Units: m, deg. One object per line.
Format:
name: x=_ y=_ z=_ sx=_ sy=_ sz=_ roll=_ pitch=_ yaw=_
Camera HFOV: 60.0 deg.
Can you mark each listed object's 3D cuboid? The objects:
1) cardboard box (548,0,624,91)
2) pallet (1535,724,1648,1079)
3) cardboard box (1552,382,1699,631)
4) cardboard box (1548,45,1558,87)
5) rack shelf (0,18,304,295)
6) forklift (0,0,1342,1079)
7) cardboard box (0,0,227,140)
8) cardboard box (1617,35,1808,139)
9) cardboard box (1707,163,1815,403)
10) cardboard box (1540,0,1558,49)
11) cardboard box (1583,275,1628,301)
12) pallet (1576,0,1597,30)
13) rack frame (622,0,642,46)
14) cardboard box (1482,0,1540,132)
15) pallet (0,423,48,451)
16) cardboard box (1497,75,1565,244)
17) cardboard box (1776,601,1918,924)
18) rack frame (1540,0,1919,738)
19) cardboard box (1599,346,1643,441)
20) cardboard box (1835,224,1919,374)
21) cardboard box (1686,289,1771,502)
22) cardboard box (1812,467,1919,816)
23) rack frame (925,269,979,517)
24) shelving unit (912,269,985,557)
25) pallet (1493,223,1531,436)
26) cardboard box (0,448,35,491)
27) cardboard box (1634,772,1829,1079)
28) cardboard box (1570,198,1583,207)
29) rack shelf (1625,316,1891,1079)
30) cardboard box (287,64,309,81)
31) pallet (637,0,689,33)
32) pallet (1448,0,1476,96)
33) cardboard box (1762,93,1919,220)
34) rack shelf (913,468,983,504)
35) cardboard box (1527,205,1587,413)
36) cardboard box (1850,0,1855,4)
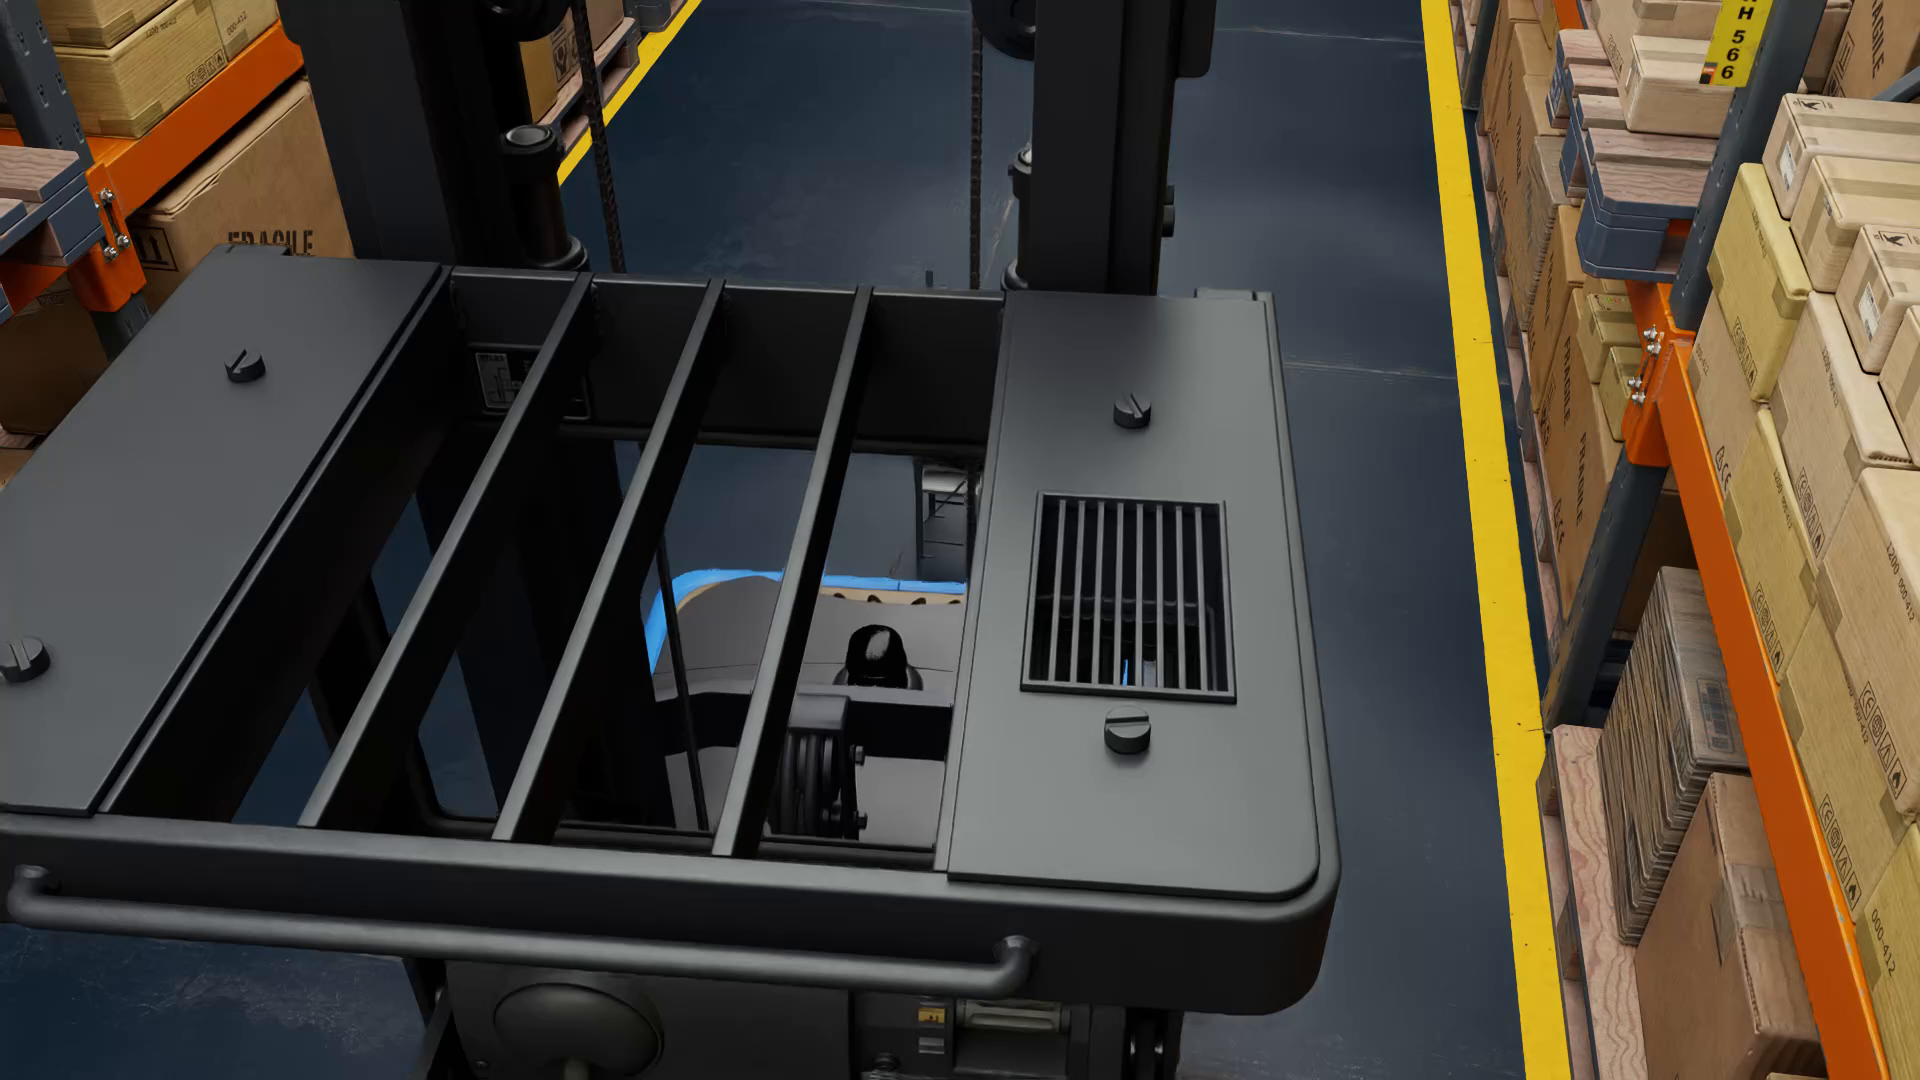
cardboard box: x=-2.109 y=-2.597 z=7.375 sx=0.875 sy=0.875 sz=0.875 roll=8 pitch=40 yaw=9
pallet: x=1.936 y=0.990 z=3.887 sx=1.003 sy=0.211 sz=1.213 roll=6 pitch=40 yaw=8
cardboard box: x=1.978 y=-0.084 z=4.630 sx=0.500 sy=0.500 sz=0.500 roll=7 pitch=40 yaw=9
cardboard box: x=2.366 y=-1.689 z=6.062 sx=0.380 sy=0.149 sz=0.250 roll=6 pitch=40 yaw=8
rack shelf: x=-2.426 y=-2.120 z=6.024 sx=1.077 sy=0.370 sz=4.000 roll=6 pitch=40 yaw=8
forklift: x=-0.255 y=0.709 z=2.092 sx=1.130 sy=2.935 sz=3.031 roll=3 pitch=40 yaw=4
cardboard box: x=-2.440 y=-1.363 z=4.663 sx=0.500 sy=0.250 sz=0.500 roll=6 pitch=40 yaw=7
cardboard box: x=1.853 y=-1.116 z=4.114 sx=0.380 sy=0.149 sz=0.250 roll=7 pitch=40 yaw=8
cardboard box: x=1.775 y=-0.483 z=3.206 sx=0.500 sy=0.250 sz=0.500 roll=6 pitch=40 yaw=8
cardboard box: x=2.480 y=-2.015 z=6.457 sx=0.380 sy=0.149 sz=0.250 roll=4 pitch=40 yaw=5
cardboard box: x=2.059 y=-0.718 z=4.888 sx=0.380 sy=0.149 sz=0.250 roll=5 pitch=40 yaw=6
pallet: x=2.449 y=-1.744 z=5.156 sx=1.003 sy=0.211 sz=1.213 roll=6 pitch=40 yaw=8
rack frame: x=-2.080 y=-3.652 z=7.313 sx=1.000 sy=3.000 sz=0.127 roll=6 pitch=40 yaw=8
cardboard box: x=2.504 y=-2.027 z=6.980 sx=0.500 sy=0.500 sz=0.500 roll=8 pitch=40 yaw=10
pallet: x=-2.562 y=-0.554 z=5.754 sx=1.003 sy=0.211 sz=1.213 roll=6 pitch=40 yaw=8
cardboard box: x=2.331 y=-1.379 z=6.196 sx=0.500 sy=0.500 sz=0.500 roll=5 pitch=40 yaw=6
cardboard box: x=1.625 y=0.352 z=2.588 sx=0.500 sy=0.250 sz=0.500 roll=5 pitch=40 yaw=6
rack frame: x=2.117 y=-0.597 z=3.618 sx=1.000 sy=3.000 sz=0.127 roll=6 pitch=40 yaw=8
cardboard box: x=1.953 y=-0.383 z=4.483 sx=0.380 sy=0.149 sz=0.250 roll=5 pitch=40 yaw=5
cardboard box: x=1.708 y=-0.386 z=2.775 sx=0.380 sy=0.149 sz=0.250 roll=7 pitch=40 yaw=9
cardboard box: x=1.800 y=-0.288 z=3.361 sx=0.500 sy=0.250 sz=0.500 roll=7 pitch=40 yaw=8
cardboard box: x=1.603 y=0.160 z=2.427 sx=0.500 sy=0.250 sz=0.500 roll=5 pitch=40 yaw=7
rack frame: x=0.019 y=-0.416 z=5.047 sx=0.240 sy=0.900 sz=0.006 roll=6 pitch=40 yaw=8
shelving unit: x=0.001 y=-0.352 z=4.969 sx=0.258 sy=0.900 sz=0.210 roll=6 pitch=40 yaw=8
pallet: x=2.497 y=-0.750 z=5.992 sx=1.003 sy=0.211 sz=1.213 roll=6 pitch=40 yaw=8
cardboard box: x=-2.880 y=0.062 z=4.553 sx=0.950 sy=0.372 sz=0.625 roll=4 pitch=40 yaw=5
cardboard box: x=1.890 y=0.957 z=3.272 sx=0.875 sy=0.625 sz=0.625 roll=8 pitch=40 yaw=9
cardboard box: x=2.210 y=-1.212 z=5.485 sx=0.380 sy=0.149 sz=0.250 roll=5 pitch=40 yaw=6
rack shelf: x=1.771 y=0.936 z=2.329 sx=1.077 sy=0.370 sz=4.000 roll=6 pitch=40 yaw=8
cardboard box: x=-2.413 y=-1.469 z=6.010 sx=0.875 sy=0.875 sz=0.875 roll=7 pitch=40 yaw=8
pallet: x=-1.872 y=-3.046 z=8.769 sx=1.003 sy=0.211 sz=1.213 roll=6 pitch=40 yaw=8
pallet: x=2.929 y=-2.463 z=8.064 sx=1.003 sy=0.211 sz=1.213 roll=6 pitch=40 yaw=8
cardboard box: x=1.772 y=-0.718 z=3.177 sx=0.380 sy=0.149 sz=0.250 roll=8 pitch=40 yaw=9
rack shelf: x=0.001 y=-0.187 z=5.105 sx=0.258 sy=0.077 sz=0.200 roll=6 pitch=40 yaw=8
cardboard box: x=2.163 y=-0.726 z=5.406 sx=0.500 sy=0.500 sz=0.500 roll=8 pitch=40 yaw=10
cardboard box: x=2.217 y=-1.843 z=4.715 sx=0.797 sy=0.503 sz=0.637 roll=6 pitch=40 yaw=7
